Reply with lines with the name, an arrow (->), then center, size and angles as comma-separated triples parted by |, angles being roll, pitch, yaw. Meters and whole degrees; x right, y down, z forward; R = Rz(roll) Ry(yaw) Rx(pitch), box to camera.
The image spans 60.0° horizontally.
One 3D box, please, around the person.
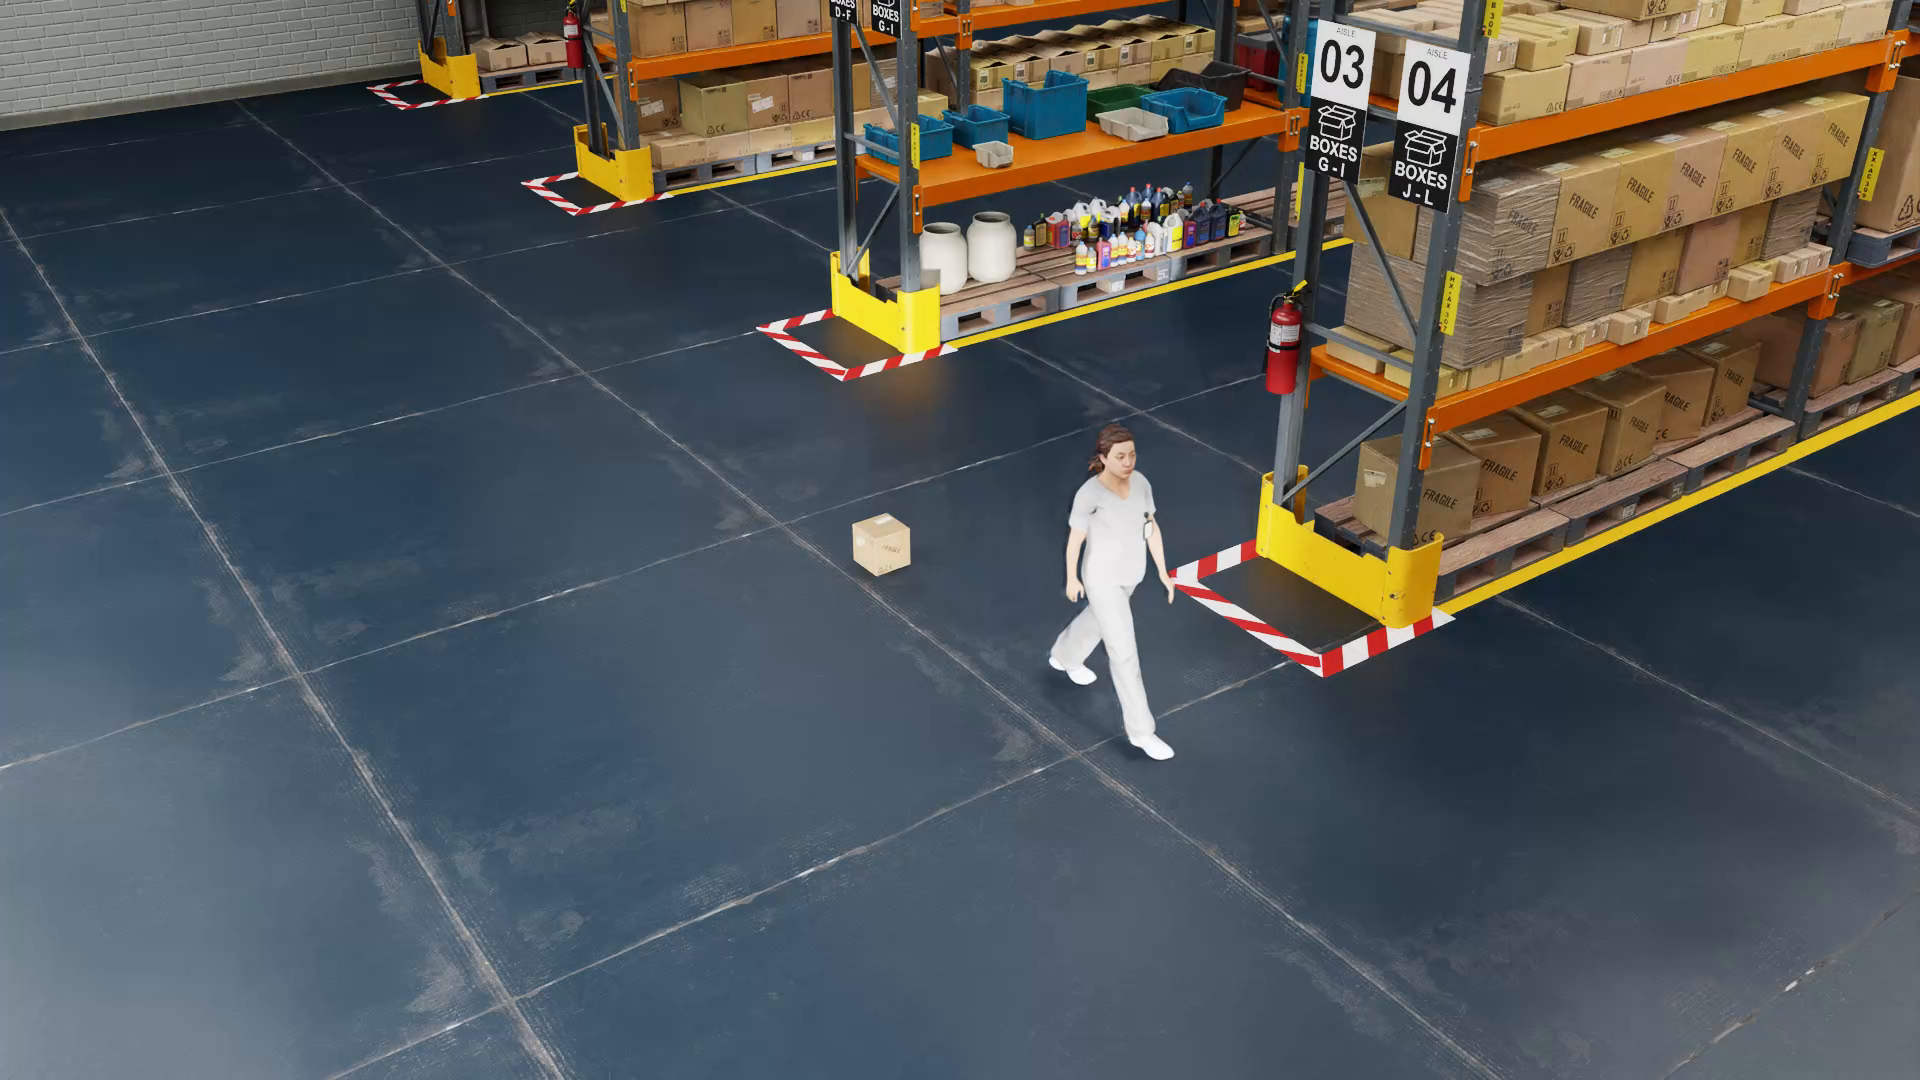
person -> 0.797, 0.190, 8.266 | 0.453, 1.610, 1.049 | -20, 35, -32
